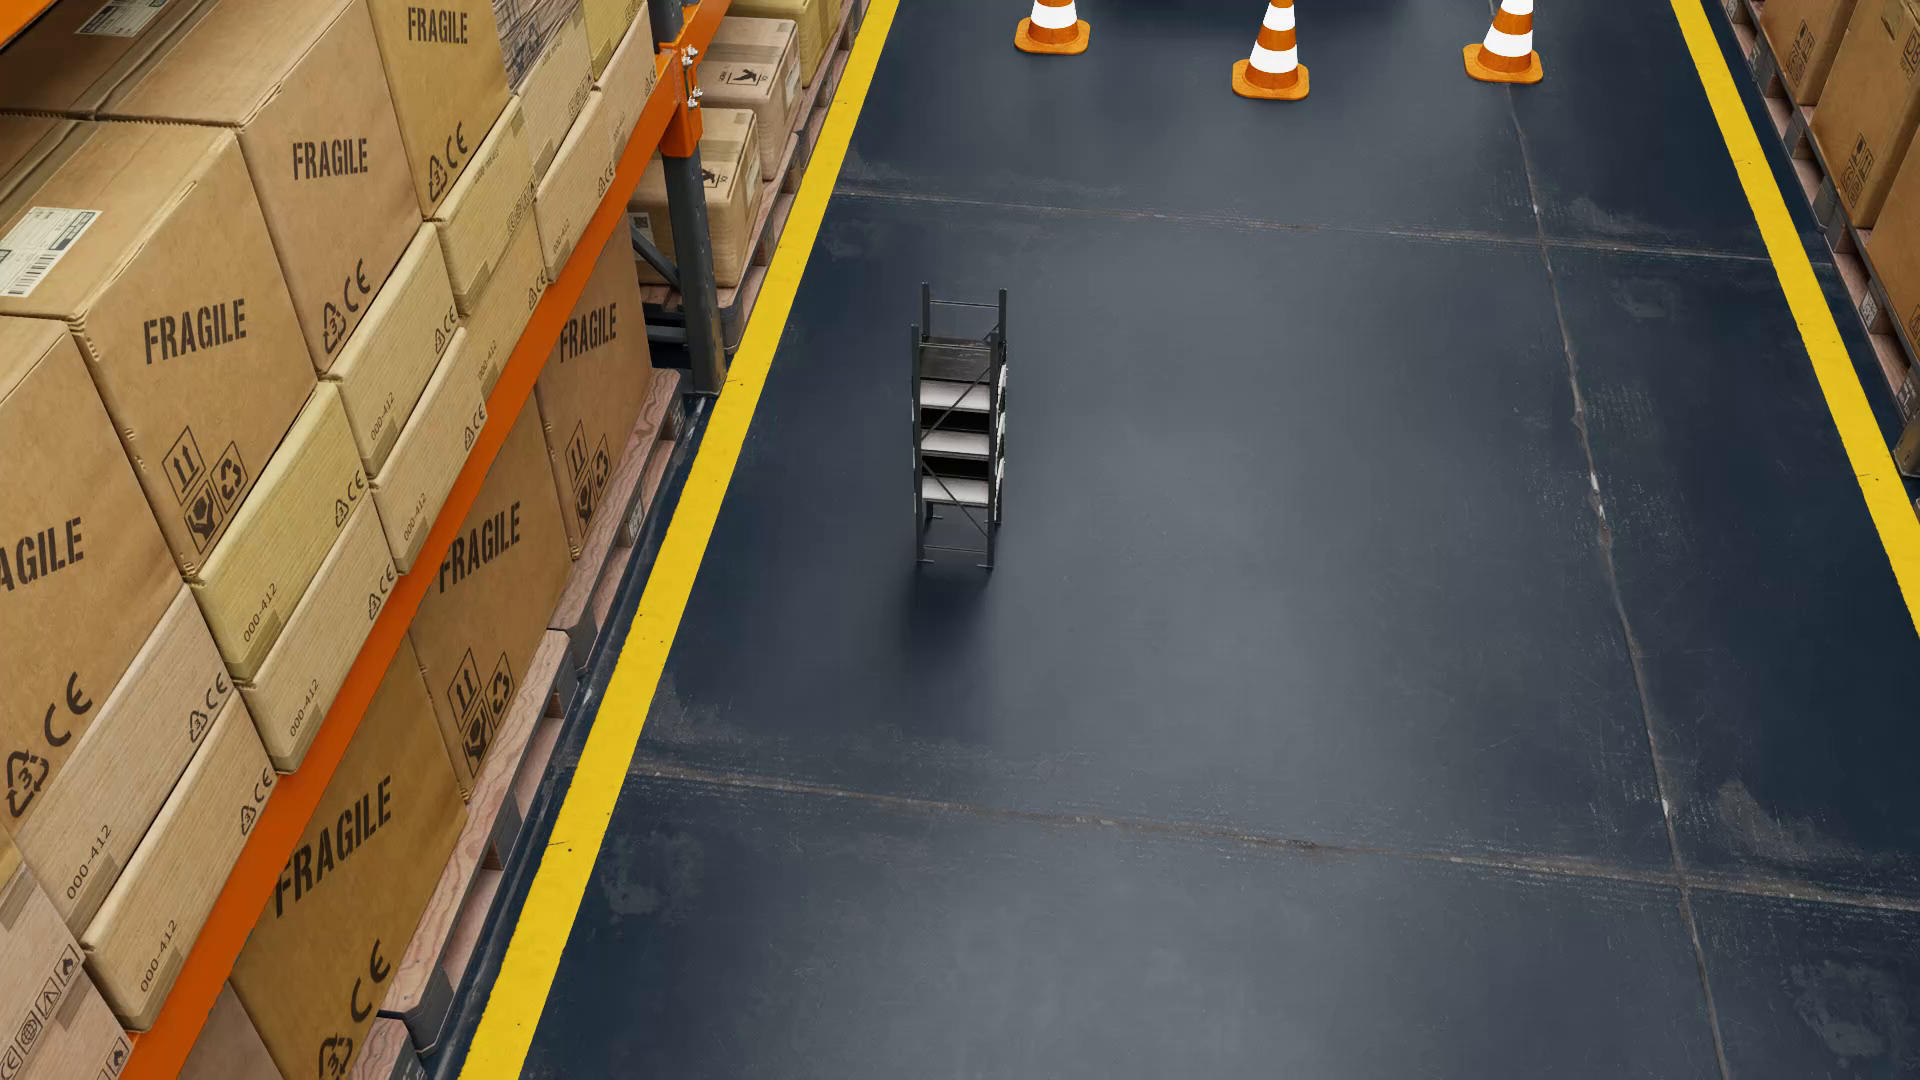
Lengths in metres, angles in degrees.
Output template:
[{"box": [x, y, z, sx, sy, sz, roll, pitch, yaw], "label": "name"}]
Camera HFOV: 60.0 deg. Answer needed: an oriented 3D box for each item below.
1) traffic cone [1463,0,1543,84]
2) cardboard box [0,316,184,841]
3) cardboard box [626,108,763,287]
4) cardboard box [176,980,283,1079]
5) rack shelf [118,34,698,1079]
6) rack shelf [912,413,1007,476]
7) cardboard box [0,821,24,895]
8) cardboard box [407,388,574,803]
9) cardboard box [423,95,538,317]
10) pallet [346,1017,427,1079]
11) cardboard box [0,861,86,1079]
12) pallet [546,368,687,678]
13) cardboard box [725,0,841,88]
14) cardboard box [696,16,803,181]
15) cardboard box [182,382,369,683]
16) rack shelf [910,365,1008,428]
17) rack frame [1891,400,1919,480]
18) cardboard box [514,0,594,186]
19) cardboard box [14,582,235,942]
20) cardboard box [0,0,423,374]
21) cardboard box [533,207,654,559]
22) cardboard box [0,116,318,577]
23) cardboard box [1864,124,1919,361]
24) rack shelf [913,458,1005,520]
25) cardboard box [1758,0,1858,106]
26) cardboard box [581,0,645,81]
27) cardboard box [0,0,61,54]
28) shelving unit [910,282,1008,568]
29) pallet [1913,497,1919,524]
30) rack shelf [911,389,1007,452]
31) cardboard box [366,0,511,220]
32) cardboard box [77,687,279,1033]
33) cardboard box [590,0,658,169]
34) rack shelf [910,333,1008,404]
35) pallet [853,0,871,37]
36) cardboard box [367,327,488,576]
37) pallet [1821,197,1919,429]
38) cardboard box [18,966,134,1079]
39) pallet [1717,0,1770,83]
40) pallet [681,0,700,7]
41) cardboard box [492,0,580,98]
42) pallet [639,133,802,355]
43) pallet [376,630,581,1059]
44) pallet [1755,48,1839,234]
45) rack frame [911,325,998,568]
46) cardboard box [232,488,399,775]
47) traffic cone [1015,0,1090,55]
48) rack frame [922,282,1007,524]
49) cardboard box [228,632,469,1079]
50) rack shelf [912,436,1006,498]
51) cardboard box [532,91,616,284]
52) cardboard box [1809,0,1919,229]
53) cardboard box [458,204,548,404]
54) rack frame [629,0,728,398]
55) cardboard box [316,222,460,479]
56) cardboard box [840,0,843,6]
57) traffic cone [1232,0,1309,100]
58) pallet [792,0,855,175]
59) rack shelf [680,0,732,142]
[{"box": [2.452, -2.317, 7.360, 0.336, 0.463, 0.334, 5, 44, 6], "label": "traffic cone"}, {"box": [-1.469, 0.034, 2.233, 0.500, 0.500, 0.500, 5, 44, 5], "label": "cardboard box"}, {"box": [-1.239, -1.252, 5.997, 0.950, 0.372, 0.625, 3, 43, 3], "label": "cardboard box"}, {"box": [-1.849, 1.246, 2.993, 0.875, 0.875, 0.875, 6, 44, 7], "label": "cardboard box"}, {"box": [-1.588, -0.046, 3.640, 1.077, 0.370, 4.000, 5, 44, 6], "label": "rack shelf"}, {"box": [-0.001, -0.297, 4.958, 0.258, 0.077, 0.200, 5, 44, 6], "label": "rack shelf"}, {"box": [-1.509, 0.383, 1.864, 0.500, 0.500, 0.500, 6, 44, 6], "label": "cardboard box"}, {"box": [-1.619, 0.020, 4.287, 0.875, 0.875, 0.875, 6, 44, 6], "label": "cardboard box"}, {"box": [-1.247, -0.743, 3.599, 0.500, 0.250, 0.500, 4, 44, 4], "label": "cardboard box"}, {"box": [-1.825, 1.536, 3.474, 1.003, 0.211, 1.213, 5, 44, 6], "label": "pallet"}, {"box": [-1.514, 0.655, 2.122, 0.500, 0.250, 0.500, 4, 44, 4], "label": "cardboard box"}, {"box": [-1.502, -0.127, 5.230, 1.003, 0.211, 1.213, 5, 44, 6], "label": "pallet"}, {"box": [-1.043, -2.272, 7.074, 0.950, 0.372, 0.625, 7, 44, 7], "label": "cardboard box"}, {"box": [-1.149, -1.756, 6.529, 0.950, 0.372, 0.625, 4, 44, 5], "label": "cardboard box"}, {"box": [-1.380, -0.044, 2.861, 0.500, 0.250, 0.500, 6, 44, 6], "label": "cardboard box"}, {"box": [-0.001, -0.428, 4.834, 0.258, 0.077, 0.200, 5, 44, 6], "label": "rack shelf"}, {"box": [3.597, -1.289, 4.429, 1.000, 3.000, 0.127, 5, 44, 6], "label": "rack frame"}, {"box": [-1.199, -1.094, 3.969, 0.500, 0.250, 0.500, 4, 44, 4], "label": "cardboard box"}, {"box": [-1.473, 0.297, 2.500, 0.500, 0.250, 0.500, 6, 44, 6], "label": "cardboard box"}, {"box": [-1.338, -0.661, 2.966, 0.500, 0.500, 0.500, 5, 44, 5], "label": "cardboard box"}, {"box": [-1.497, -0.588, 4.929, 0.875, 0.875, 0.875, 5, 44, 5], "label": "cardboard box"}, {"box": [-1.400, -0.308, 2.593, 0.500, 0.500, 0.500, 4, 44, 4], "label": "cardboard box"}, {"box": [3.766, -1.031, 5.488, 1.050, 0.750, 0.750, 5, 44, 5], "label": "cardboard box"}, {"box": [-0.001, -0.166, 5.081, 0.258, 0.077, 0.200, 5, 44, 6], "label": "rack shelf"}, {"box": [4.001, -2.262, 6.788, 1.050, 0.750, 0.750, 5, 44, 6], "label": "cardboard box"}, {"box": [-1.135, -1.444, 4.338, 0.500, 0.250, 0.500, 5, 44, 5], "label": "cardboard box"}, {"box": [-1.841, -0.722, 3.030, 0.500, 0.500, 0.500, 6, 44, 6], "label": "cardboard box"}, {"box": [-0.001, -0.321, 4.935, 0.258, 0.900, 0.210, 5, 44, 6], "label": "shelving unit"}, {"box": [3.492, 0.256, 4.826, 1.003, 0.211, 1.213, 5, 44, 6], "label": "pallet"}, {"box": [-0.001, -0.362, 4.896, 0.258, 0.077, 0.200, 5, 44, 6], "label": "rack shelf"}, {"box": [-1.264, -1.005, 3.330, 0.500, 0.500, 0.500, 5, 44, 6], "label": "cardboard box"}, {"box": [-1.465, 0.482, 2.668, 0.500, 0.250, 0.500, 4, 44, 4], "label": "cardboard box"}, {"box": [-1.133, -1.247, 4.494, 0.500, 0.250, 0.500, 4, 44, 4], "label": "cardboard box"}, {"box": [-0.001, -0.493, 4.772, 0.258, 0.077, 0.200, 5, 44, 6], "label": "rack shelf"}, {"box": [-0.896, -2.853, 8.109, 1.003, 0.211, 1.213, 5, 44, 6], "label": "pallet"}, {"box": [-1.306, -0.206, 3.395, 0.500, 0.250, 0.500, 5, 44, 5], "label": "cardboard box"}, {"box": [3.776, -0.807, 5.948, 1.003, 0.211, 1.213, 5, 44, 6], "label": "pallet"}, {"box": [-1.532, 0.835, 2.296, 0.500, 0.250, 0.500, 4, 44, 5], "label": "cardboard box"}, {"box": [4.098, -2.469, 7.705, 1.003, 0.211, 1.213, 5, 44, 6], "label": "pallet"}, {"box": [-1.335, -2.095, 5.421, 1.213, 0.211, 1.003, 5, 44, 6], "label": "pallet"}, {"box": [-1.192, -1.343, 3.686, 0.500, 0.500, 0.500, 6, 44, 6], "label": "cardboard box"}, {"box": [-1.218, -1.190, 6.353, 1.003, 0.211, 1.213, 5, 44, 6], "label": "pallet"}, {"box": [-1.666, 0.702, 4.355, 1.003, 0.211, 1.213, 5, 44, 6], "label": "pallet"}, {"box": [3.939, -1.636, 6.824, 1.003, 0.211, 1.213, 5, 44, 6], "label": "pallet"}, {"box": [-0.015, -0.252, 4.862, 0.240, 0.900, 0.006, 5, 44, 6], "label": "rack frame"}, {"box": [-1.382, 0.134, 3.036, 0.500, 0.250, 0.500, 5, 44, 5], "label": "cardboard box"}, {"box": [0.429, -2.502, 7.556, 0.336, 0.463, 0.334, 5, 44, 6], "label": "traffic cone"}, {"box": [0.012, -0.391, 5.008, 0.240, 0.900, 0.006, 5, 44, 6], "label": "rack frame"}, {"box": [-1.738, 0.629, 3.644, 0.875, 0.875, 0.875, 6, 44, 7], "label": "cardboard box"}, {"box": [-0.001, -0.232, 5.020, 0.258, 0.077, 0.200, 5, 44, 6], "label": "rack shelf"}, {"box": [-1.185, -0.897, 4.125, 0.500, 0.250, 0.500, 6, 44, 6], "label": "cardboard box"}, {"box": [3.879, -1.627, 6.118, 1.050, 0.750, 0.750, 6, 44, 6], "label": "cardboard box"}, {"box": [-1.267, -0.556, 3.764, 0.500, 0.250, 0.500, 5, 44, 5], "label": "cardboard box"}, {"box": [-1.323, -1.670, 4.832, 1.000, 3.000, 0.127, 5, 44, 6], "label": "rack frame"}, {"box": [-1.315, -0.389, 3.225, 0.500, 0.250, 0.500, 4, 44, 4], "label": "cardboard box"}, {"box": [-0.953, -2.746, 7.574, 0.950, 0.372, 0.625, 8, 44, 8], "label": "cardboard box"}, {"box": [1.382, -2.214, 7.251, 0.336, 0.463, 0.334, 5, 44, 6], "label": "traffic cone"}, {"box": [-1.055, -2.019, 7.228, 1.003, 0.211, 1.213, 5, 44, 6], "label": "pallet"}, {"box": [-1.059, -2.772, 6.519, 1.077, 0.370, 4.000, 5, 44, 6], "label": "rack shelf"}]
